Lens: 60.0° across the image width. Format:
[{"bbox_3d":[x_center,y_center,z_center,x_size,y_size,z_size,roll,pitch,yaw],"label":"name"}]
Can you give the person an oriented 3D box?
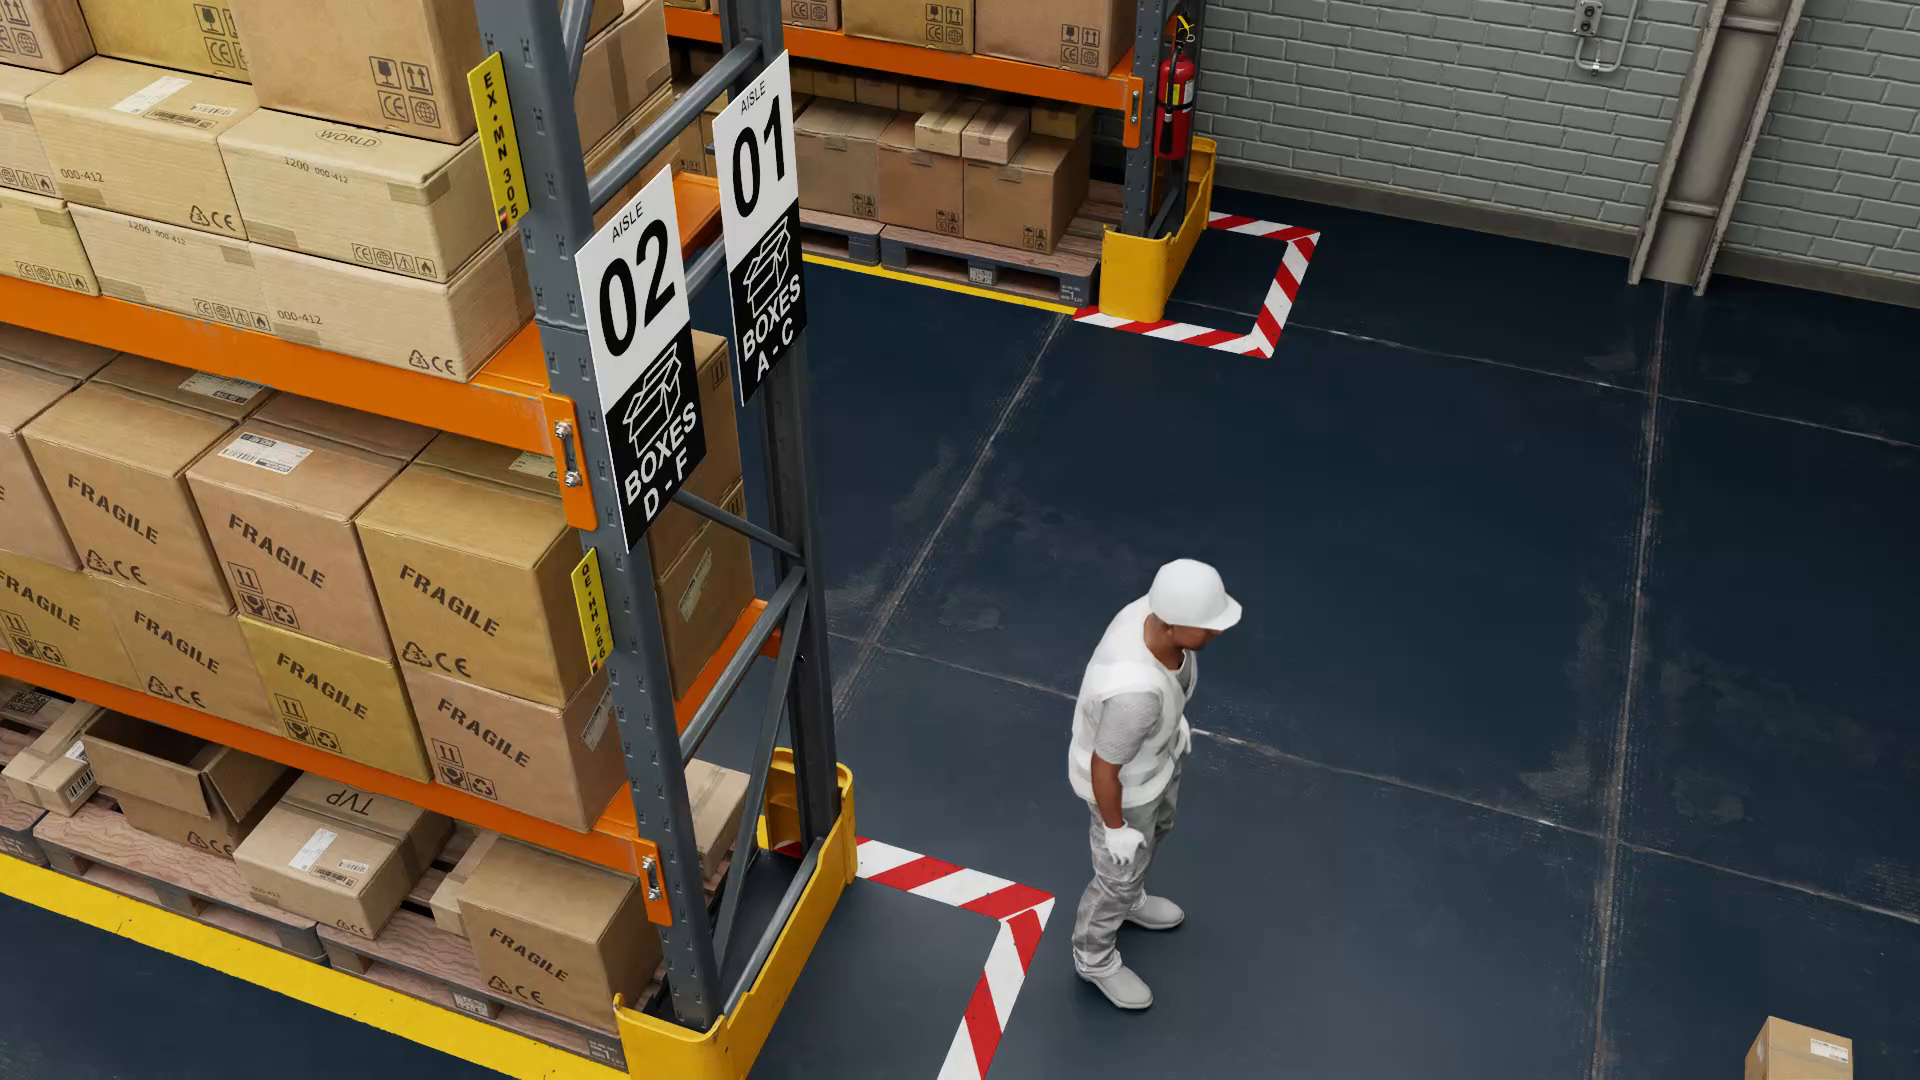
[{"bbox_3d":[0.585,0.743,5.300,0.453,1.774,0.620,17,44,18],"label":"person"}]
